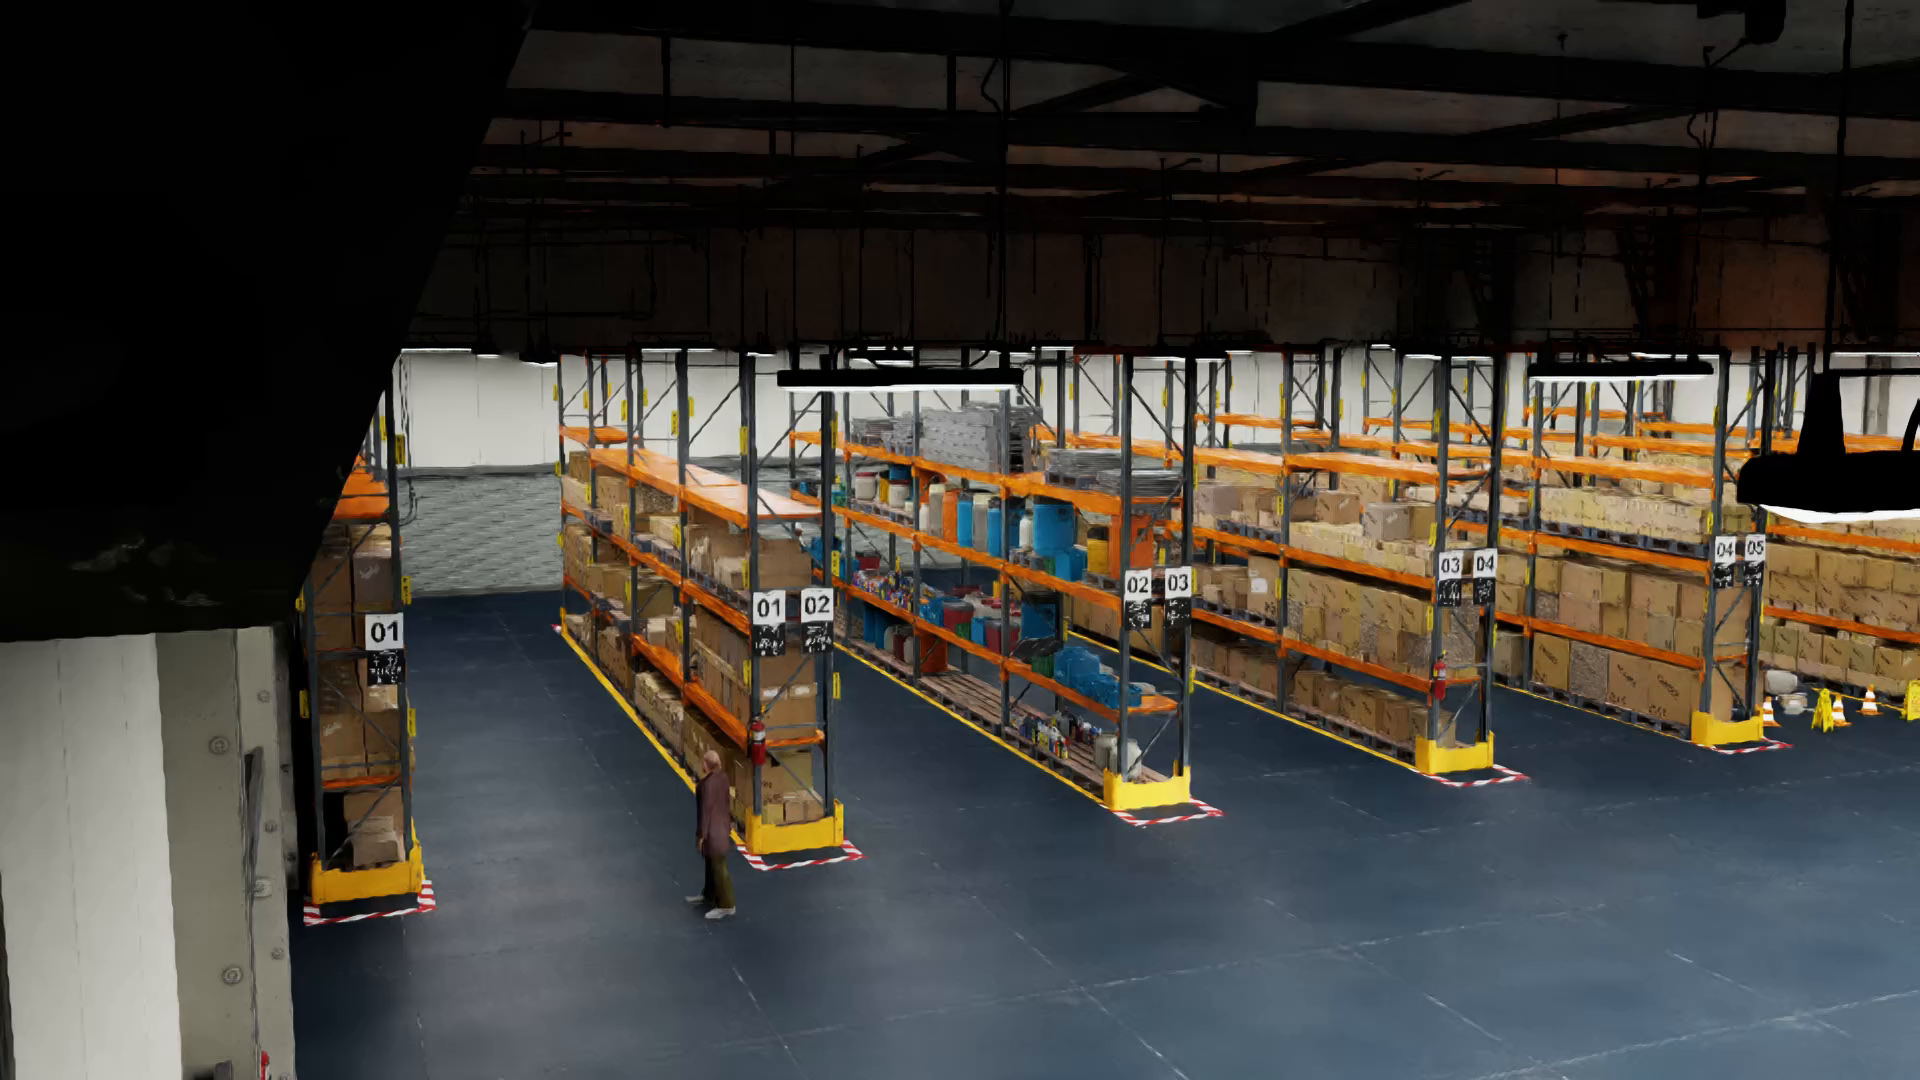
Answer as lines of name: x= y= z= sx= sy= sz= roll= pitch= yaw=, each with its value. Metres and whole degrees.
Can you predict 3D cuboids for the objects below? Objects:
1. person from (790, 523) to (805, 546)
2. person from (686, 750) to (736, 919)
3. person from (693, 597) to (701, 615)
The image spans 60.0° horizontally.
person: x=-3.820 y=0.470 z=39.209 sx=0.568 sy=1.755 sz=0.740 roll=2 pitch=8 yaw=17
person: x=-2.715 y=3.151 z=18.030 sx=0.630 sy=1.773 sz=0.678 roll=1 pitch=7 yaw=9
person: x=-4.929 y=1.454 z=32.082 sx=0.455 sy=1.587 sz=1.088 roll=-3 pitch=8 yaw=-23
